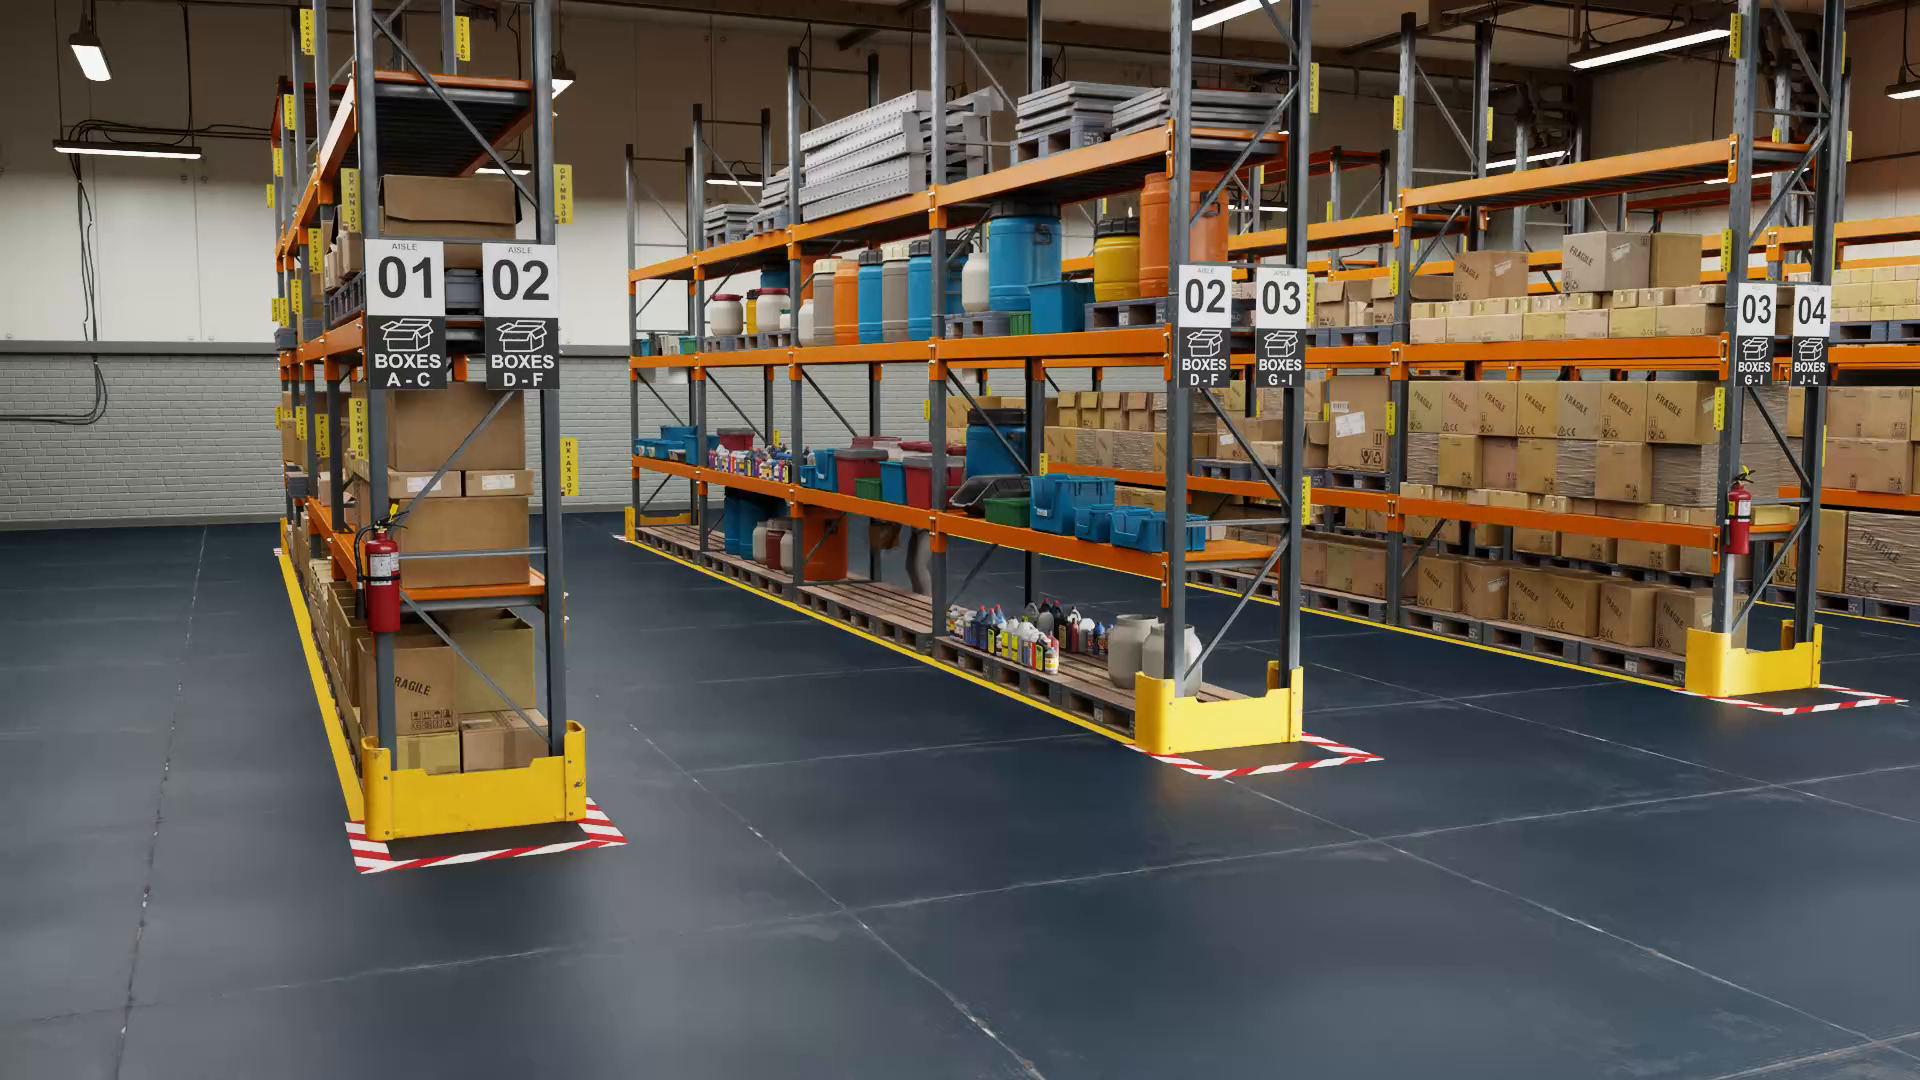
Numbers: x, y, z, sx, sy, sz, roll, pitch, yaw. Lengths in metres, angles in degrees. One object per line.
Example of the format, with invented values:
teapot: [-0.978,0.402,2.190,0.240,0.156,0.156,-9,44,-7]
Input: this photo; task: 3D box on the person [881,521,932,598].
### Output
person: [-0.548,-0.005,17.708,0.698,1.547,0.412,-2,6,-20]
